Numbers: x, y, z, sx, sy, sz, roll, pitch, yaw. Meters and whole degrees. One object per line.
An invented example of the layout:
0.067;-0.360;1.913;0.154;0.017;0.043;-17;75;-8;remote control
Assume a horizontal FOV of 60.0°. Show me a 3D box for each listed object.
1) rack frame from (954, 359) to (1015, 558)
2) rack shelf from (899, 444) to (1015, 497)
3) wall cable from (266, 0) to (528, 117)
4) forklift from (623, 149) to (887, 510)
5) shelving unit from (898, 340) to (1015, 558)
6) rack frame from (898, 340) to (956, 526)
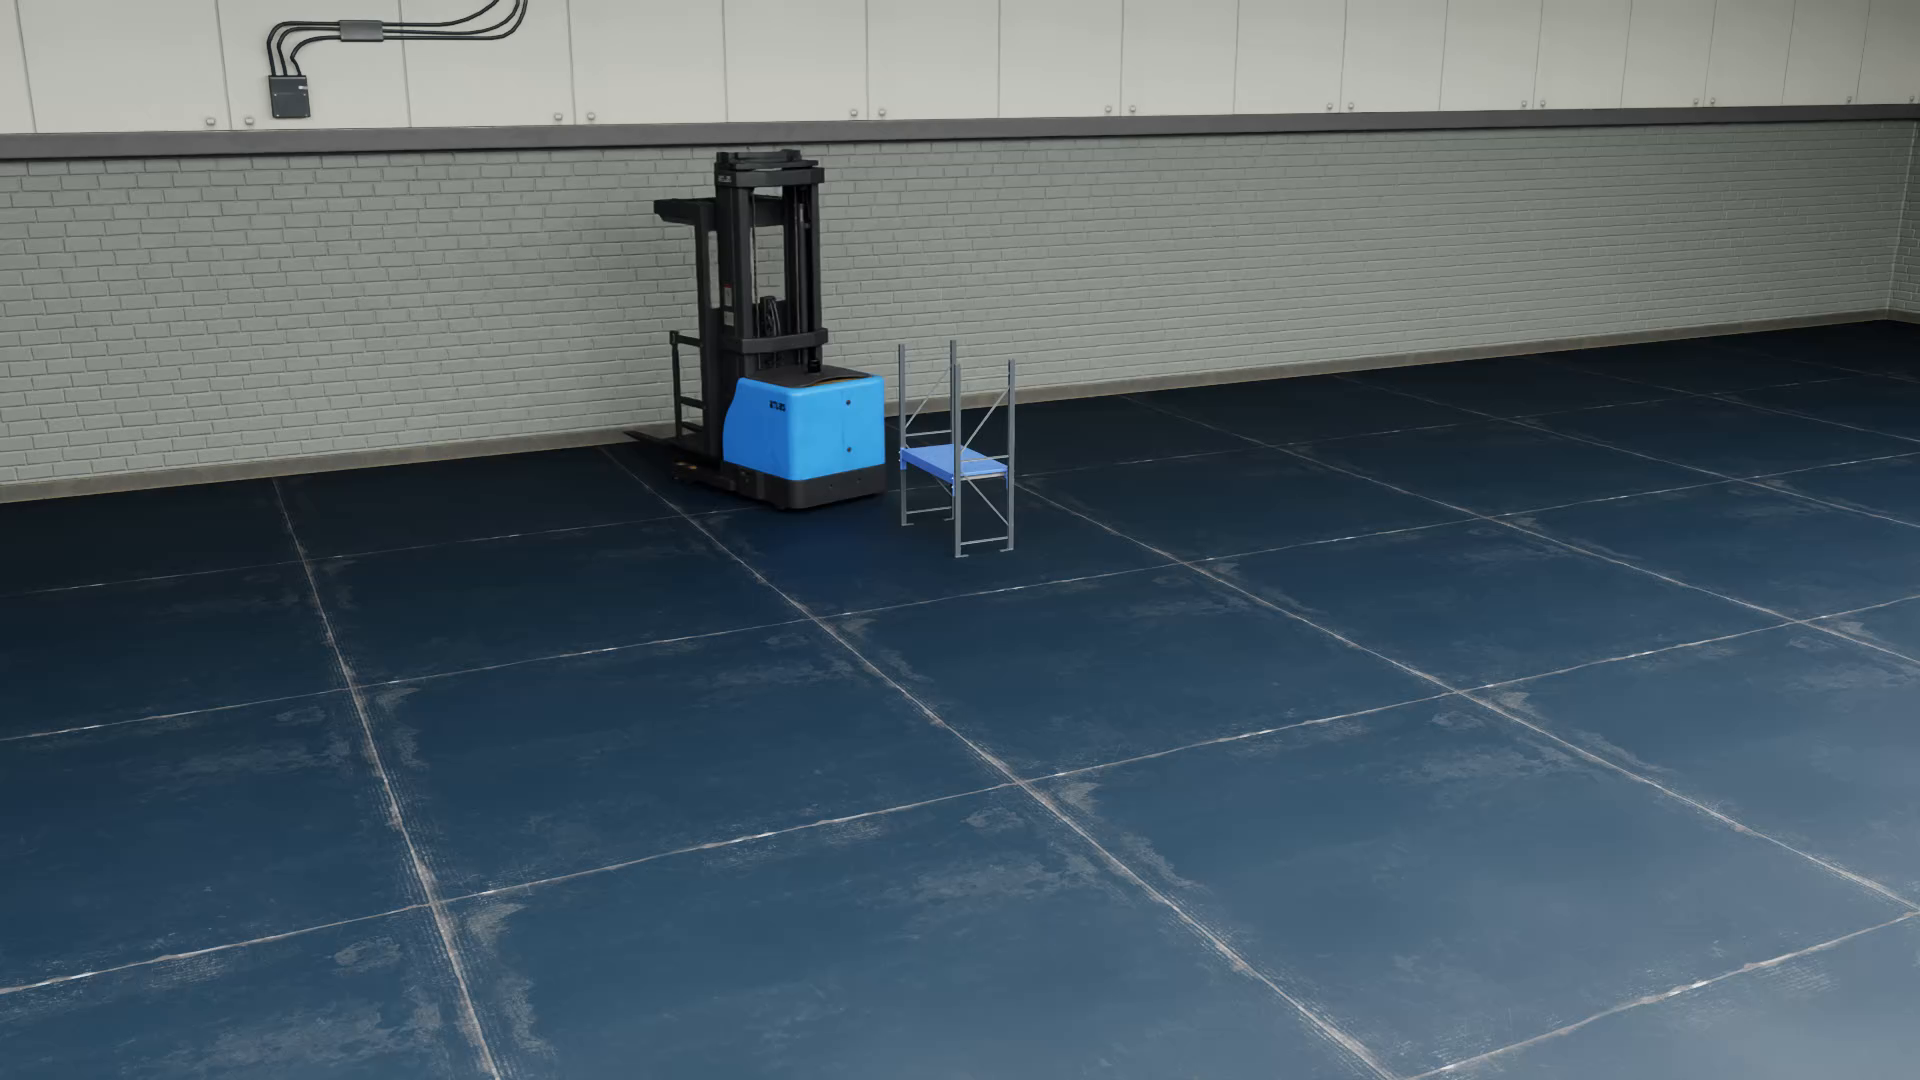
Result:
0.185;-0.616;12.678;0.500;1.500;0.032;-8;18;-25;rack frame
-0.037;-0.569;13.167;0.538;0.185;1.000;-8;18;-25;rack shelf
-4.951;-6.711;14.156;2.305;6.003;0.169;-8;18;-25;wall cable
-1.996;-1.994;14.887;1.130;2.935;3.031;-14;21;-40;forklift
-0.037;-0.742;13.117;0.538;1.500;1.048;-8;18;-25;shelving unit
-0.260;-0.868;13.557;0.500;1.500;0.032;-8;18;-25;rack frame
